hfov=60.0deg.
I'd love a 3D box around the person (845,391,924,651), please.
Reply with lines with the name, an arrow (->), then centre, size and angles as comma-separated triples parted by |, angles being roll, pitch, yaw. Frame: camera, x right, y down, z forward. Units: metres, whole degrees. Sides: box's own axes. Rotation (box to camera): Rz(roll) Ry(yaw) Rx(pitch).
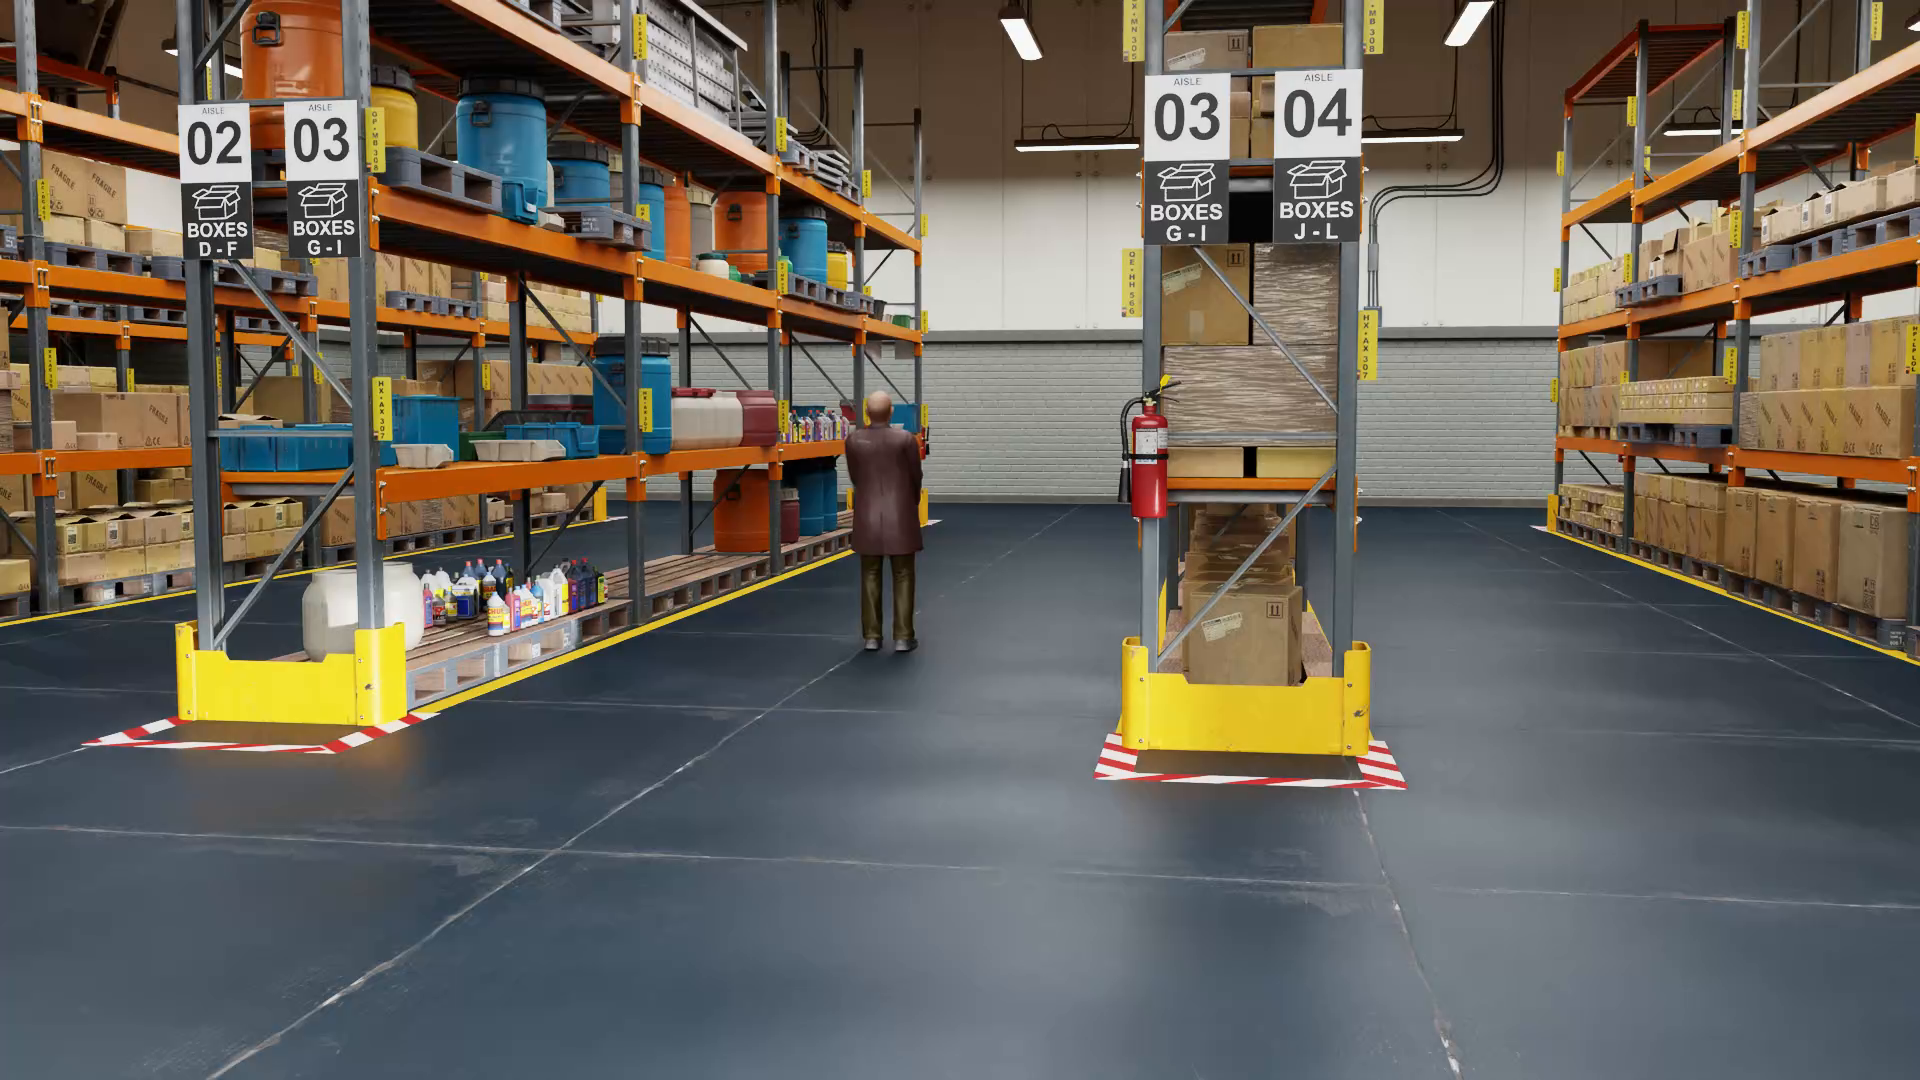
person -> -0.500, -0.140, 11.452 | 0.530, 1.769, 0.563 | 1, 4, 9
